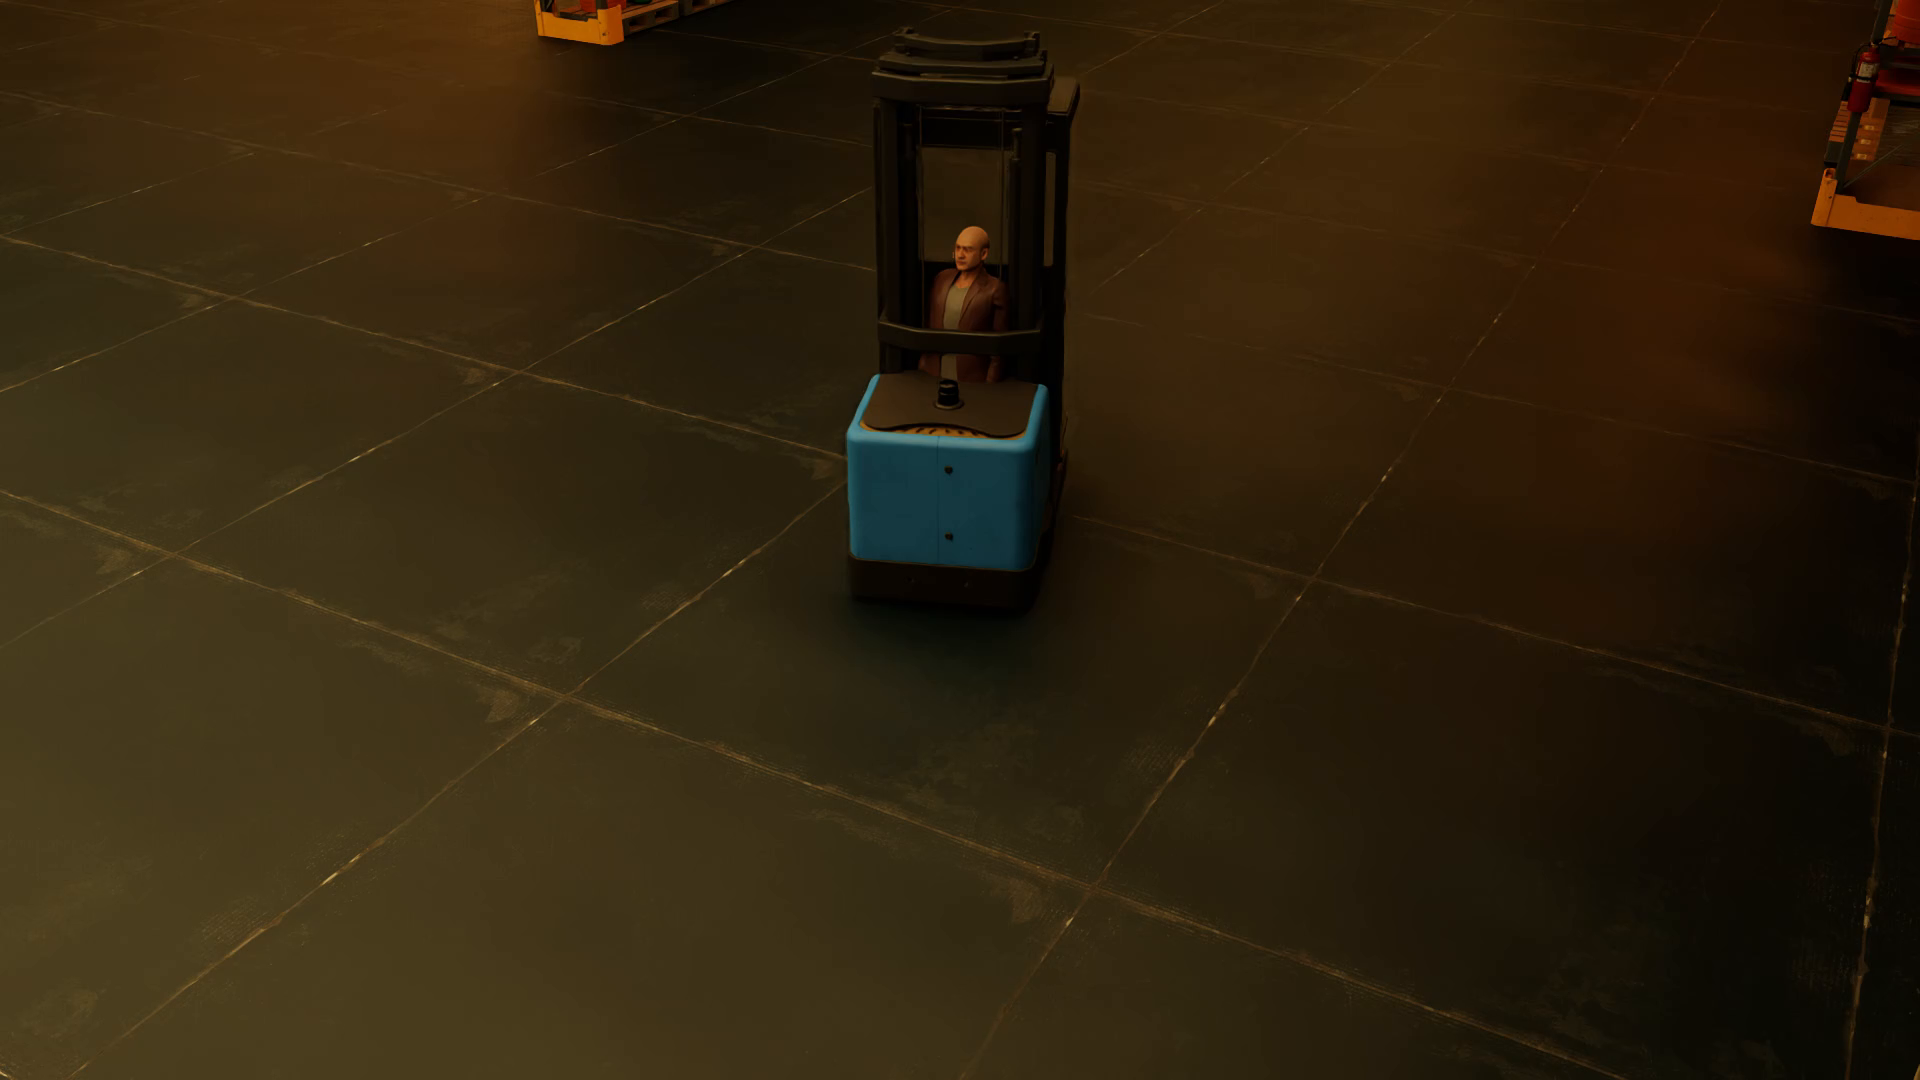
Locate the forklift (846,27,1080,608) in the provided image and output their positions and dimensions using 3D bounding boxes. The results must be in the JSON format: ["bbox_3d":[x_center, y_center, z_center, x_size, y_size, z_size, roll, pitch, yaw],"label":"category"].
[{"bbox_3d":[0.097,-1.608,9.856,1.130,2.935,3.031,4,30,7],"label":"forklift"}]

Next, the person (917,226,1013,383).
[{"bbox_3d":[0.009,-0.946,9.490,0.546,1.683,0.422,15,33,25],"label":"person"}]
